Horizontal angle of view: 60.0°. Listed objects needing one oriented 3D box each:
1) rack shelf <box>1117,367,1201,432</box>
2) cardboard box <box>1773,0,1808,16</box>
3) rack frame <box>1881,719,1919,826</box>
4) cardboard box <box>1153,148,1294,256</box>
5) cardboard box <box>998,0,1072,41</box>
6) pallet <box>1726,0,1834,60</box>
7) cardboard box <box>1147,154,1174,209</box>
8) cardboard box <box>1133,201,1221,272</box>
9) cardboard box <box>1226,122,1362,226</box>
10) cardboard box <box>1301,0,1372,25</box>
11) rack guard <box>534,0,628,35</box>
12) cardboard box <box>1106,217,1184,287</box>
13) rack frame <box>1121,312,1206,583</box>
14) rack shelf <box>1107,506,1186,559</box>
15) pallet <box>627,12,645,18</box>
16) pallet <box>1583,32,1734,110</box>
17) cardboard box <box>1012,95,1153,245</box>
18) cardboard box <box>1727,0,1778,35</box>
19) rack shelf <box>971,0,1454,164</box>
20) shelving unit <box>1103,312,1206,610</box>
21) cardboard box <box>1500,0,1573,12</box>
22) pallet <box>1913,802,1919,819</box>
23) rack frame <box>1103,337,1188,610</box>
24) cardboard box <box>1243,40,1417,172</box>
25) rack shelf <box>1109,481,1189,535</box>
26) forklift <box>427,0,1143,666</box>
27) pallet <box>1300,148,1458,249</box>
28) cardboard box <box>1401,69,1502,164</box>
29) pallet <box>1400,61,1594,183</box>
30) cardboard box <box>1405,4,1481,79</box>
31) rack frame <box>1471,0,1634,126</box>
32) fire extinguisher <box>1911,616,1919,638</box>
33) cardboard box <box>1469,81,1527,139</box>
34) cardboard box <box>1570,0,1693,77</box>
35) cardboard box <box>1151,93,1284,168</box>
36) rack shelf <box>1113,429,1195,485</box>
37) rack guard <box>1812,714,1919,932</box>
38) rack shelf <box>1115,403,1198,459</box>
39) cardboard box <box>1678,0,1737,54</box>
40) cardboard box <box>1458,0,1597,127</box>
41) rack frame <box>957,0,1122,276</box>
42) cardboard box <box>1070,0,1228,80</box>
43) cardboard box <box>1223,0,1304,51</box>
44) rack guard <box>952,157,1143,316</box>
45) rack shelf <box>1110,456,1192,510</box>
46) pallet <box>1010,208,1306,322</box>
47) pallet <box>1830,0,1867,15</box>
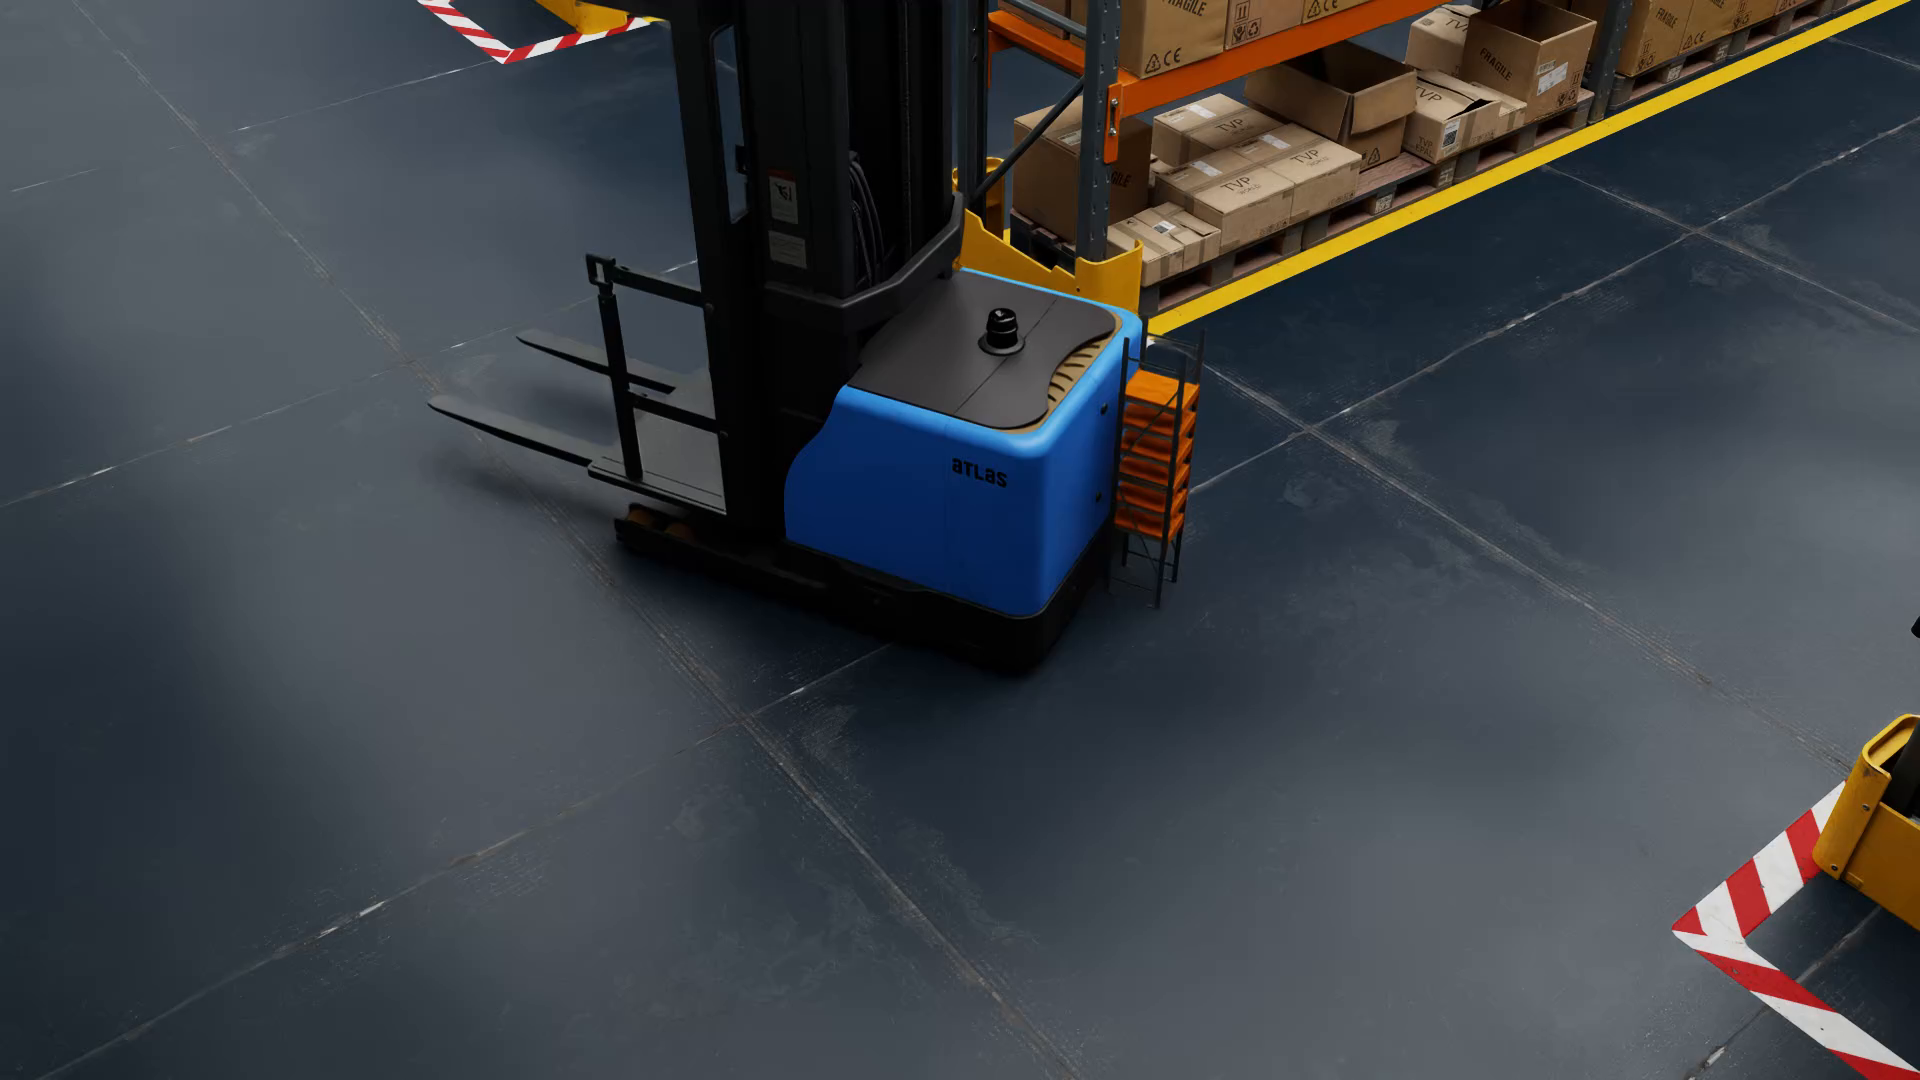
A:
[{"bbox_3d":[0.729,-0.517,6.098,0.258,0.103,0.180,18,43,20],"label":"rack shelf"},{"bbox_3d":[5.258,-3.771,10.769,0.500,0.500,0.500,-28,47,-30],"label":"cardboard box"},{"bbox_3d":[3.358,0.129,4.391,0.127,3.000,1.000,-26,46,-28],"label":"rack frame"},{"bbox_3d":[1.337,-1.729,8.476,0.500,0.250,0.500,-26,46,-28],"label":"cardboard box"},{"bbox_3d":[0.526,-2.709,7.772,0.500,0.500,0.500,-25,45,-27],"label":"cardboard box"},{"bbox_3d":[5.098,-3.636,11.179,1.213,0.211,1.003,-26,46,-28],"label":"pallet"},{"bbox_3d":[0.993,-1.881,8.728,0.250,0.166,0.380,-26,46,-28],"label":"cardboard box"},{"bbox_3d":[1.076,-1.521,8.290,0.250,0.166,0.380,-26,46,-28],"label":"cardboard box"},{"bbox_3d":[1.733,-1.922,8.712,0.500,0.250,0.500,-26,46,-28],"label":"cardboard box"},{"bbox_3d":[1.654,-2.833,7.923,0.500,0.500,0.500,-26,46,-28],"label":"cardboard box"},{"bbox_3d":[-2.690,-3.871,11.238,0.348,0.500,1.175,-26,46,-28],"label":"rack guard"},{"bbox_3d":[0.878,-1.418,8.177,0.250,0.149,0.380,-26,46,-28],"label":"cardboard box"},{"bbox_3d":[0.769,-0.325,6.362,0.240,1.200,0.006,18,43,20],"label":"rack frame"},{"bbox_3d":[0.726,-0.054,6.480,0.258,0.103,0.180,18,43,20],"label":"rack shelf"},{"bbox_3d":[-2.002,-4.074,11.714,1.213,0.211,1.003,-26,46,-28],"label":"pallet"},{"bbox_3d":[4.130,-3.162,10.601,1.213,0.211,1.003,-26,46,-28],"label":"pallet"},{"bbox_3d":[0.617,-1.898,8.487,0.500,0.500,0.500,-26,46,-28],"label":"cardboard box"},{"bbox_3d":[4.857,-3.576,10.531,0.500,0.500,0.500,-25,46,-28],"label":"cardboard box"},{"bbox_3d":[1.922,-2.856,8.596,4.000,0.370,1.077,-26,46,-28],"label":"rack shelf"},{"bbox_3d":[0.727,-0.273,6.299,0.258,1.200,0.189,18,43,20],"label":"shelving unit"},{"bbox_3d":[3.724,-3.445,10.372,0.500,0.500,0.500,-26,46,-28],"label":"cardboard box"},{"bbox_3d":[3.944,0.859,5.700,1.213,0.211,1.003,-26,46,-28],"label":"pallet"},{"bbox_3d":[0.686,-0.222,6.236,0.240,1.200,0.006,18,43,20],"label":"rack frame"},{"bbox_3d":[2.021,-2.383,9.075,0.637,0.503,0.797,-26,46,-28],"label":"cardboard box"},{"bbox_3d":[0.727,-0.147,6.404,0.258,0.103,0.180,18,43,20],"label":"rack shelf"},{"bbox_3d":[-0.842,-1.315,6.205,3.031,2.935,1.130,18,43,21],"label":"forklift"},{"bbox_3d":[1.995,-2.089,9.294,1.213,0.211,1.003,-26,46,-28],"label":"pallet"},{"bbox_3d":[2.634,-2.385,9.228,0.500,0.311,0.500,-26,46,-28],"label":"cardboard box"},{"bbox_3d":[2.963,-2.564,9.872,1.213,0.211,1.003,-26,46,-28],"label":"pallet"},{"bbox_3d":[3.043,-2.984,9.959,0.500,0.311,0.500,-26,46,-28],"label":"cardboard box"},{"bbox_3d":[3.508,-3.907,9.311,0.127,3.000,1.000,-26,46,-28],"label":"rack frame"},{"bbox_3d":[2.957,0.129,4.746,0.183,0.674,0.296,-26,46,-28],"label":"fire extinguisher"},{"bbox_3d":[2.968,-2.437,9.419,0.250,0.149,0.380,-26,46,-28],"label":"cardboard box"},{"bbox_3d":[4.040,-3.175,10.042,0.500,0.500,0.500,-28,47,-30],"label":"cardboard box"},{"bbox_3d":[1.389,-2.154,8.995,0.500,0.250,0.500,-26,46,-28],"label":"cardboard box"},{"bbox_3d":[0.728,-0.332,6.251,0.258,0.103,0.180,18,43,20],"label":"rack shelf"},{"bbox_3d":[3.339,1.105,5.173,0.348,0.500,1.175,-26,46,-28],"label":"rack guard"},{"bbox_3d":[0.729,-0.424,6.175,0.258,0.103,0.180,18,43,20],"label":"rack shelf"},{"bbox_3d":[4.456,-3.387,10.300,0.500,0.500,0.500,-25,46,-28],"label":"cardboard box"},{"bbox_3d":[3.229,-2.748,9.522,0.500,0.500,0.500,-26,46,-28],"label":"cardboard box"},{"bbox_3d":[0.336,-2.361,7.426,0.127,3.000,1.000,-26,46,-28],"label":"rack frame"},{"bbox_3d":[0.849,-2.438,7.442,0.500,0.500,0.500,-25,46,-27],"label":"cardboard box"},{"bbox_3d":[1.255,-2.640,7.688,0.500,0.500,0.500,-26,46,-28],"label":"cardboard box"},{"bbox_3d":[0.397,-1.424,8.255,0.348,0.500,1.175,-26,46,-28],"label":"rack guard"},{"bbox_3d":[0.727,-0.239,6.327,0.258,0.103,0.180,18,43,20],"label":"rack shelf"},{"bbox_3d":[1.028,-1.621,8.723,1.213,0.211,1.003,-26,46,-28],"label":"pallet"},{"bbox_3d":[6.064,-4.105,11.751,1.213,0.211,1.003,-26,46,-28],"label":"pallet"}]
